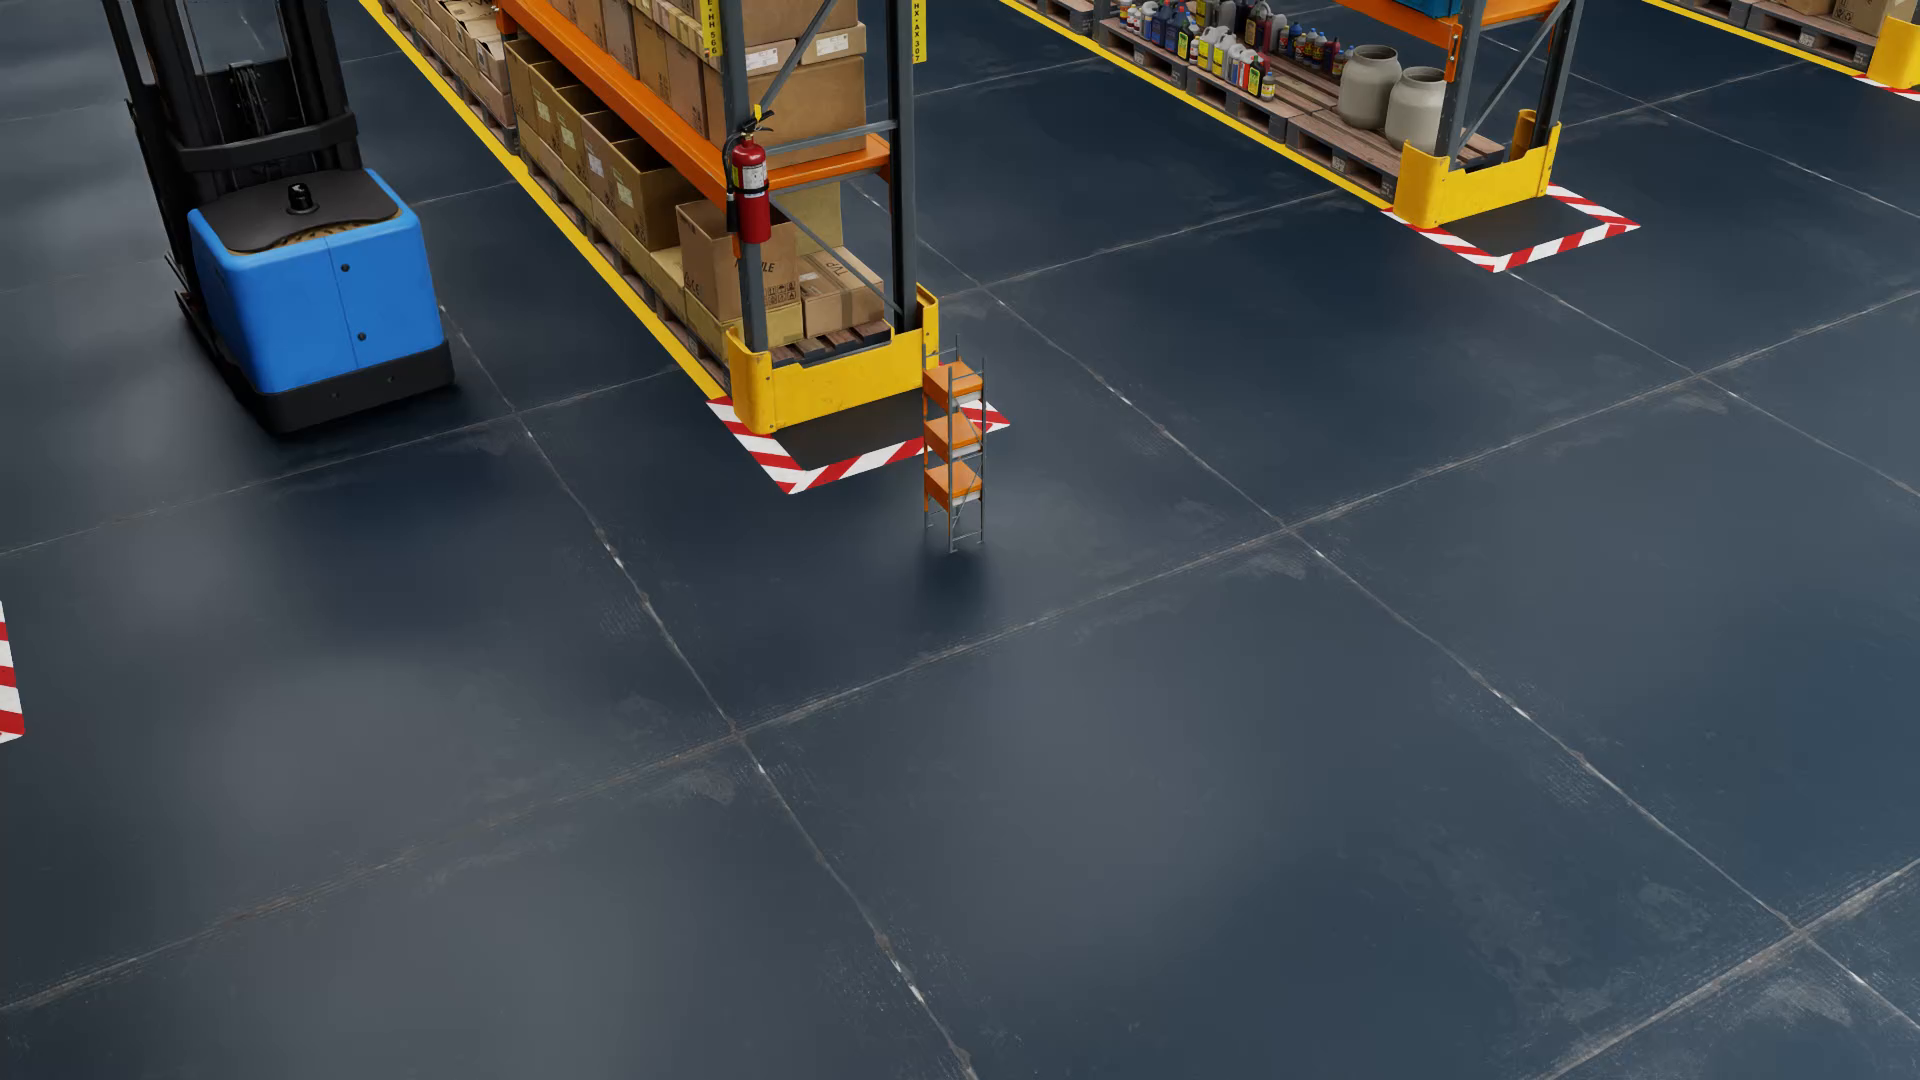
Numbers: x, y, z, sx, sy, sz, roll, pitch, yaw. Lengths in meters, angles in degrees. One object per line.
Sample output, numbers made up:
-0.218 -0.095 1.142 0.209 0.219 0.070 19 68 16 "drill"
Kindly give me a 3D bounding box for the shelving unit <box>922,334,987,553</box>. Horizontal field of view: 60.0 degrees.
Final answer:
-0.027 -0.451 7.978 0.215 1.050 0.252 -19 40 -24 "shelving unit"

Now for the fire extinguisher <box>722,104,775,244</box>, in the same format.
-1.043 -1.812 8.253 0.296 0.674 0.183 -19 40 -24 "fire extinguisher"

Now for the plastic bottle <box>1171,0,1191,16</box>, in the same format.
1.746 -4.163 13.280 0.144 0.351 0.185 -19 40 -24 "plastic bottle"

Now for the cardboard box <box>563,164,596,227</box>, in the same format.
-2.246 -2.301 10.832 0.500 0.250 0.500 -19 40 -24 "cardboard box"

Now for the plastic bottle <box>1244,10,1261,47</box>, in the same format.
2.330 -4.079 13.221 0.061 0.283 0.133 -19 40 -24 "plastic bottle"

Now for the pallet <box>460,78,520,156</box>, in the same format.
-3.114 -3.319 12.616 1.003 0.211 1.213 -19 40 -24 "pallet"

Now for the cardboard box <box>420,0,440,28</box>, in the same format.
-3.926 -4.264 13.045 0.500 0.311 0.500 -19 40 -24 "cardboard box"

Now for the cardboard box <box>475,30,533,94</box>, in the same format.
-3.161 -3.488 11.983 0.500 0.311 0.500 -19 40 -24 "cardboard box"

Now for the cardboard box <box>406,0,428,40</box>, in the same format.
-4.191 -4.307 13.579 0.500 0.250 0.500 -20 41 -25 "cardboard box"

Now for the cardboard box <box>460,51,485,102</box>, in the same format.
-3.422 -3.524 12.507 0.500 0.250 0.500 -20 40 -25 "cardboard box"

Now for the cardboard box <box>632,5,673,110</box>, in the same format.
-1.436 -2.845 9.517 0.700 0.500 0.500 -19 40 -24 "cardboard box"

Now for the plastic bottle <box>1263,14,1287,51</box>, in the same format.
2.484 -4.035 13.168 0.152 0.276 0.135 -18 40 -23 "plastic bottle"

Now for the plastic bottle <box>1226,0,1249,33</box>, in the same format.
2.244 -4.314 13.486 0.144 0.351 0.185 -21 41 -26 "plastic bottle"

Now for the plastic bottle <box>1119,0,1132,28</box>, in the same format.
1.356 -4.330 13.576 0.097 0.271 0.097 0 36 0 "plastic bottle"

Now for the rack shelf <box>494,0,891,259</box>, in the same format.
-1.705 -2.771 10.110 1.077 0.370 4.000 -19 40 -24 "rack shelf"

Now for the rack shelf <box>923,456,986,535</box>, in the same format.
-0.027 -0.218 8.148 0.215 0.259 0.240 -19 40 -24 "rack shelf"

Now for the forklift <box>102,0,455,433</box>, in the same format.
-4.092 -2.584 9.303 1.130 2.935 3.031 -22 41 -27 "forklift"

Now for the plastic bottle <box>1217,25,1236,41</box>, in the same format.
2.045 -3.834 12.892 0.152 0.276 0.135 -19 40 -24 "plastic bottle"

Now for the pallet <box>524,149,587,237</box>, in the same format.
-2.347 -2.537 11.545 1.003 0.211 1.213 -19 40 -24 "pallet"

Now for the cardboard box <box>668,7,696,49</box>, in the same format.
-1.318 -2.745 8.831 0.380 0.149 0.250 -20 40 -25 "cardboard box"

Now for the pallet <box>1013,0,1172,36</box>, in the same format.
1.147 -4.810 14.657 1.003 0.211 1.213 -19 40 -24 "pallet"

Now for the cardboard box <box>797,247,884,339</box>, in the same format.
-0.778 -1.440 9.653 0.500 0.250 0.500 -19 40 -24 "cardboard box"

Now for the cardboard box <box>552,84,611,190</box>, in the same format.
-2.245 -2.604 10.611 0.500 0.500 0.500 -19 40 -24 "cardboard box"

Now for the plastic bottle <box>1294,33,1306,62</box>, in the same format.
2.671 -3.848 12.975 0.097 0.201 0.097 0 36 0 "plastic bottle"

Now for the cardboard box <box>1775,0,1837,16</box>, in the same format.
7.238 -4.753 13.978 0.500 0.500 0.500 -9 37 -12 "cardboard box"

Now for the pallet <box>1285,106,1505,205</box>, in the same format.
3.102 -2.822 11.934 1.003 0.211 1.213 -19 40 -24 "pallet"

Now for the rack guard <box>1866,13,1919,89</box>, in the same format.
7.829 -4.004 13.308 1.175 0.500 0.348 -19 40 -24 "rack guard"

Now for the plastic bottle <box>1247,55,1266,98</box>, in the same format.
2.208 -3.449 12.359 0.061 0.283 0.133 -18 40 -23 "plastic bottle"

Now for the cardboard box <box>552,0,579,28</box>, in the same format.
-2.211 -3.630 10.592 0.700 0.500 0.500 -19 40 -24 "cardboard box"

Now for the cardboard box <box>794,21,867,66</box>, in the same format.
-0.711 -2.607 8.642 0.380 0.149 0.250 -19 40 -24 "cardboard box"

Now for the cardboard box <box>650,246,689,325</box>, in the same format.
-1.487 -1.538 9.788 0.500 0.250 0.500 -19 40 -24 "cardboard box"

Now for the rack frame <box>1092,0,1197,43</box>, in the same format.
1.575 -5.547 13.302 1.000 3.000 0.127 -19 40 -24 "rack frame"

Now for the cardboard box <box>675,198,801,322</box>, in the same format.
-1.227 -1.589 9.221 0.500 0.500 0.500 -19 40 -24 "cardboard box"

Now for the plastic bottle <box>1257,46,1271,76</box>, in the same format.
2.271 -3.563 12.515 0.061 0.283 0.133 -19 40 -24 "plastic bottle"

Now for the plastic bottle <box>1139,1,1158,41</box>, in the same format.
1.542 -4.176 13.360 0.152 0.276 0.135 -17 40 -22 "plastic bottle"

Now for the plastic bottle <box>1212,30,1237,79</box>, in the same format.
2.023 -3.712 12.663 0.144 0.351 0.185 -17 40 -22 "plastic bottle"

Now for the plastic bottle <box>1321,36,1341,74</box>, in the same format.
2.845 -3.726 12.738 0.061 0.283 0.133 -18 40 -23 "plastic bottle"

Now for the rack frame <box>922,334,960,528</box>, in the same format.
-0.088 -0.513 8.063 0.200 1.050 0.008 -19 40 -24 "rack frame"

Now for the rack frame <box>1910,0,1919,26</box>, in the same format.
7.867 -4.975 12.518 1.000 3.000 0.127 -19 40 -24 "rack frame"

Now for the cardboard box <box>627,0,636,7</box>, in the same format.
-1.709 -3.142 9.374 0.380 0.149 0.250 -18 40 -23 "cardboard box"

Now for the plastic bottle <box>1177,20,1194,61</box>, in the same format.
1.763 -3.900 12.977 0.061 0.283 0.133 -17 39 -22 "plastic bottle"
